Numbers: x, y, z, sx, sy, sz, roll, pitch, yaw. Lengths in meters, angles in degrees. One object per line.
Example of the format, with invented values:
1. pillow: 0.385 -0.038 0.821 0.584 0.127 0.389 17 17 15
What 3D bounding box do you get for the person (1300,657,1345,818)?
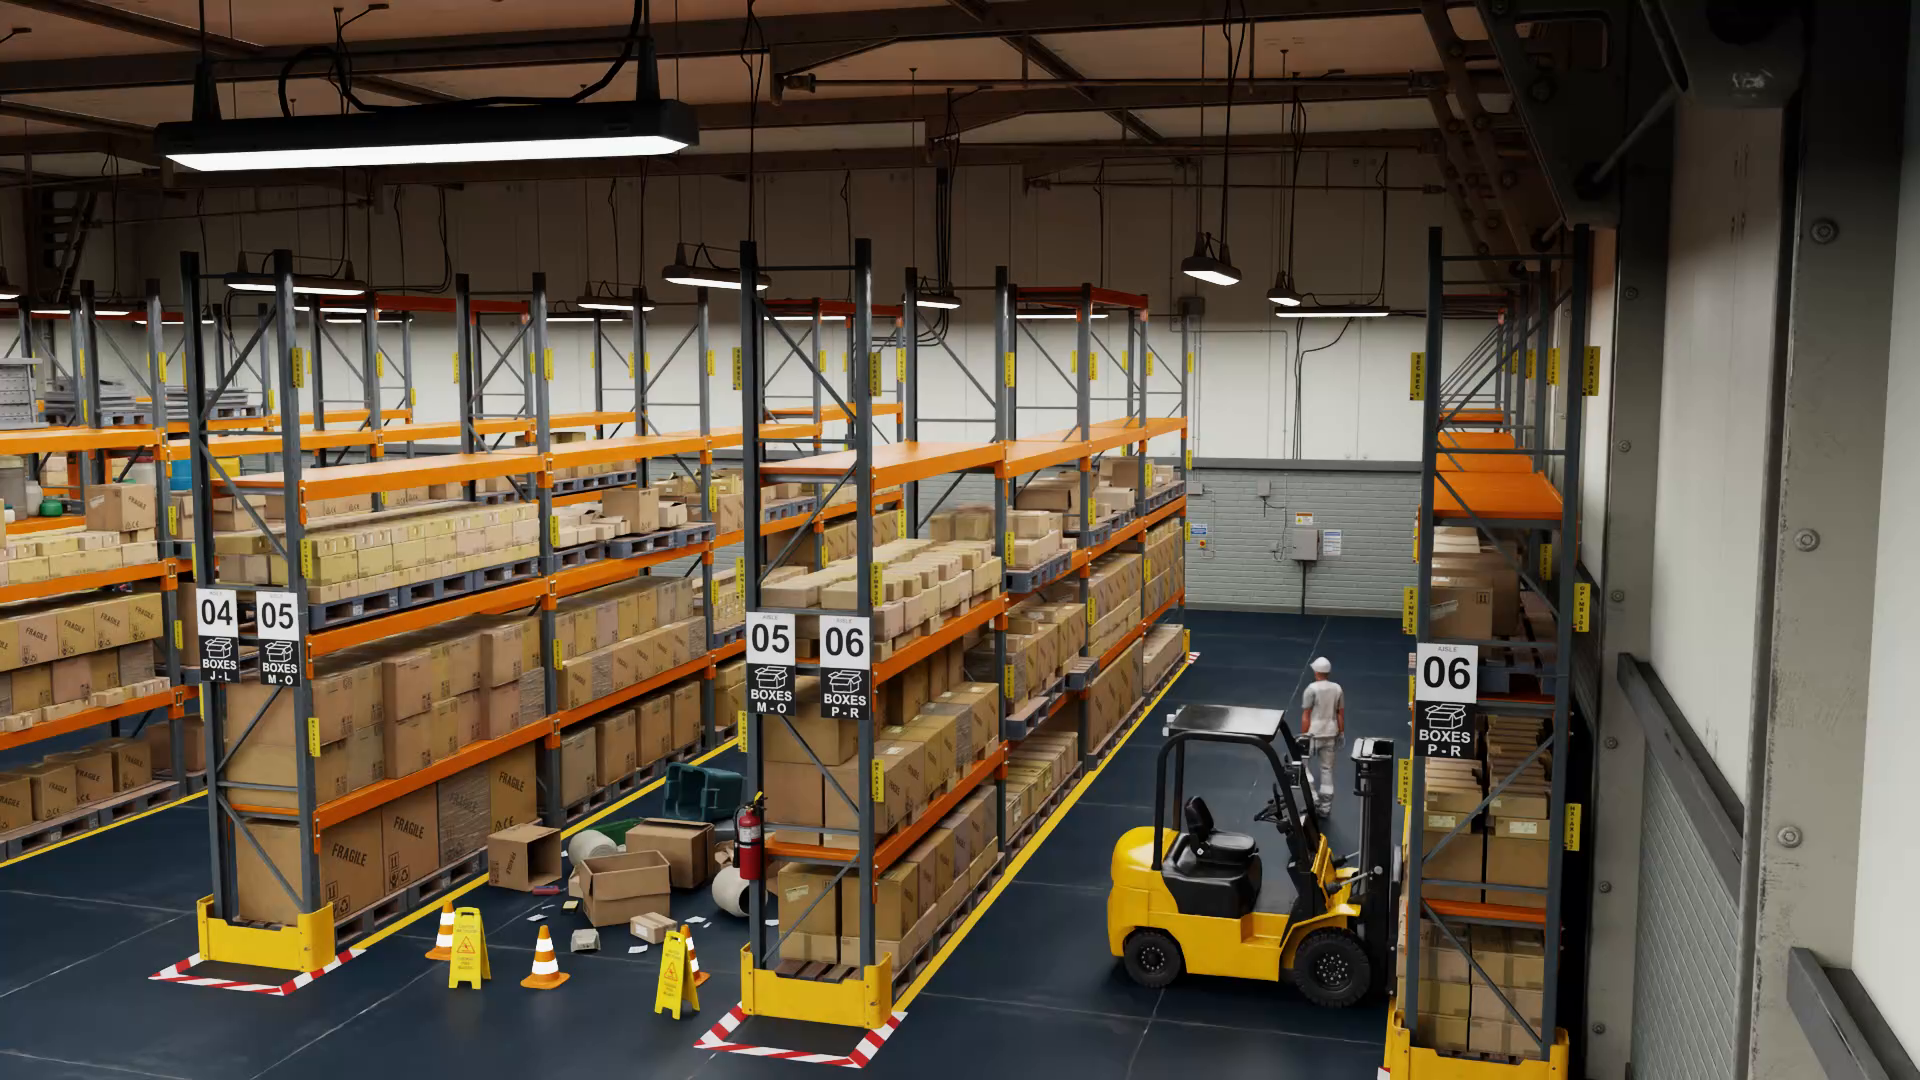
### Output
1. person: 4.036 2.203 18.570 0.602 1.791 0.467 -2 7 -18
